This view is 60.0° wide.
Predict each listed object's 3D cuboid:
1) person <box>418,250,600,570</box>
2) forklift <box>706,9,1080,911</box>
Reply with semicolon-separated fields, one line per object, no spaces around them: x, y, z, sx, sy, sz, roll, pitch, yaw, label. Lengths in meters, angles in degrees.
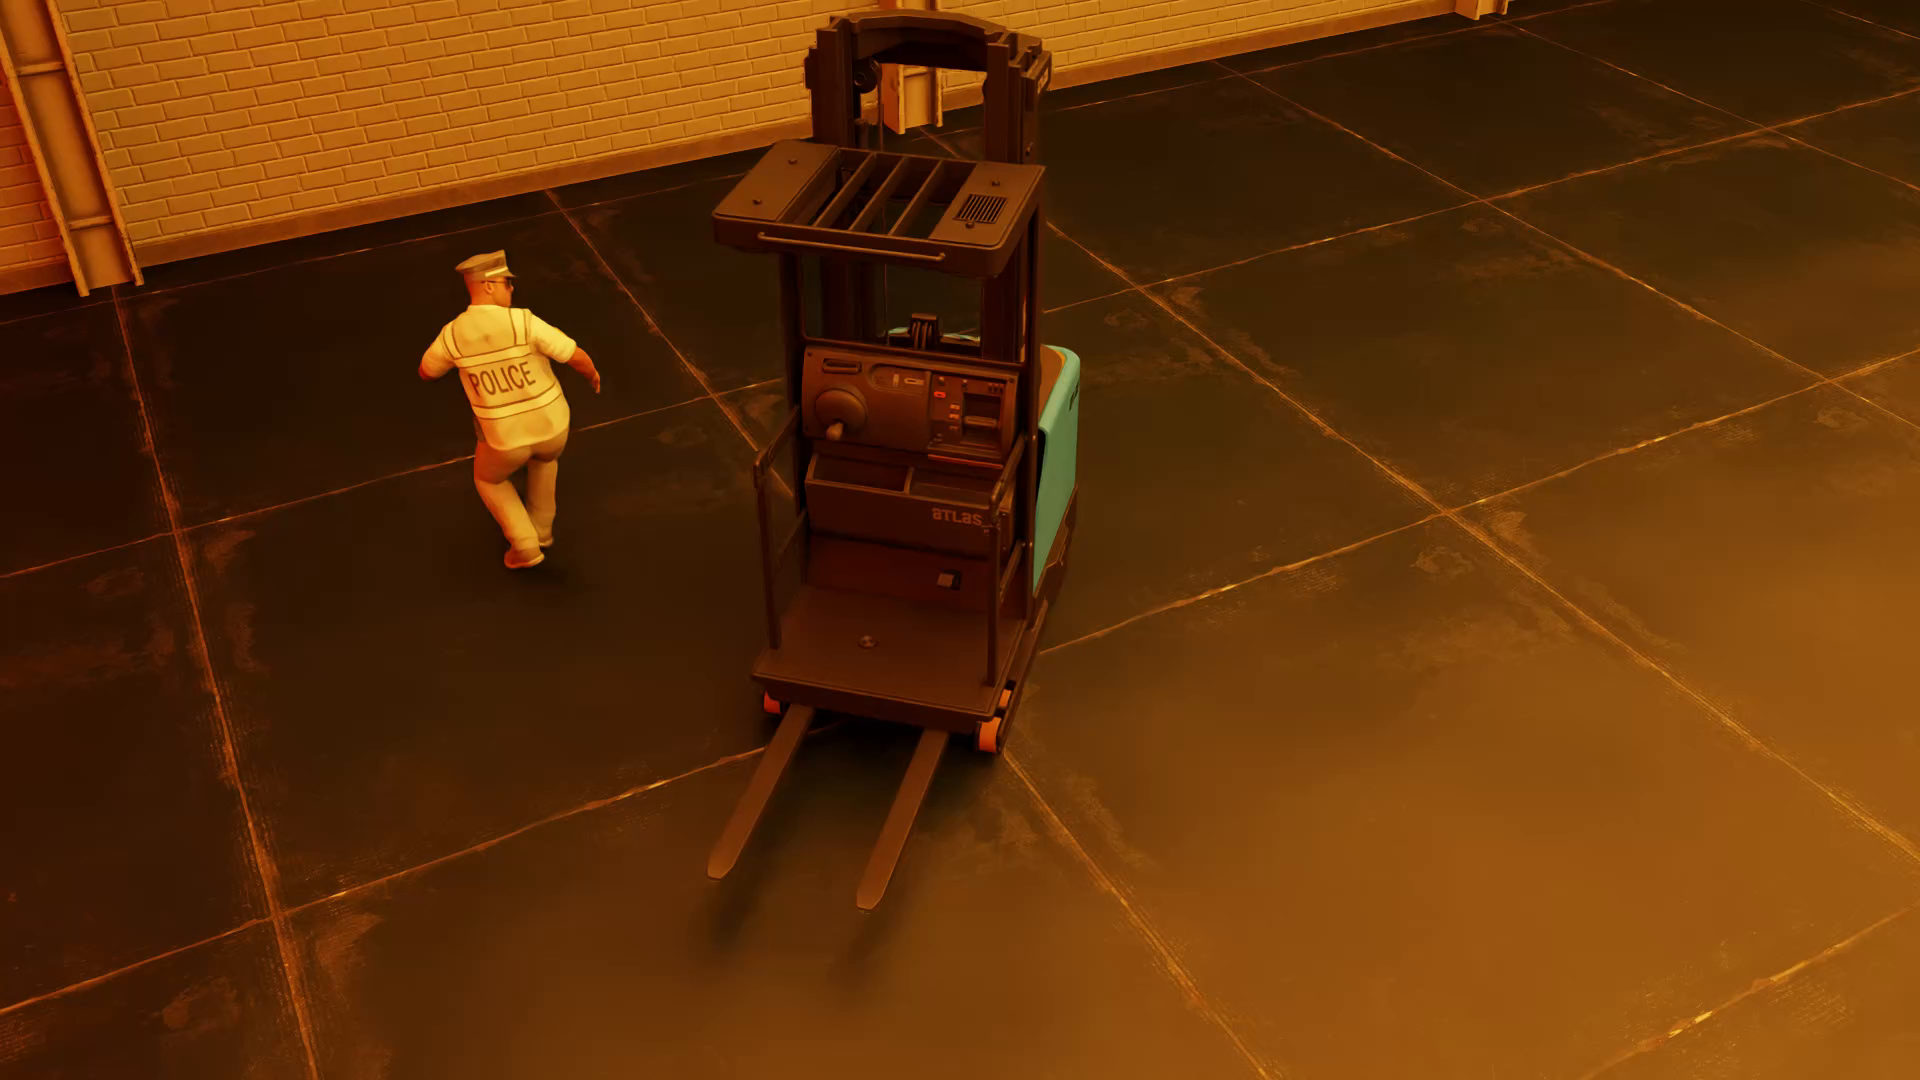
-2.185;-0.676;8.189;0.843;1.654;0.789;-12;37;-17;person
-0.270;-0.507;6.841;1.130;2.935;3.031;9;36;12;forklift
